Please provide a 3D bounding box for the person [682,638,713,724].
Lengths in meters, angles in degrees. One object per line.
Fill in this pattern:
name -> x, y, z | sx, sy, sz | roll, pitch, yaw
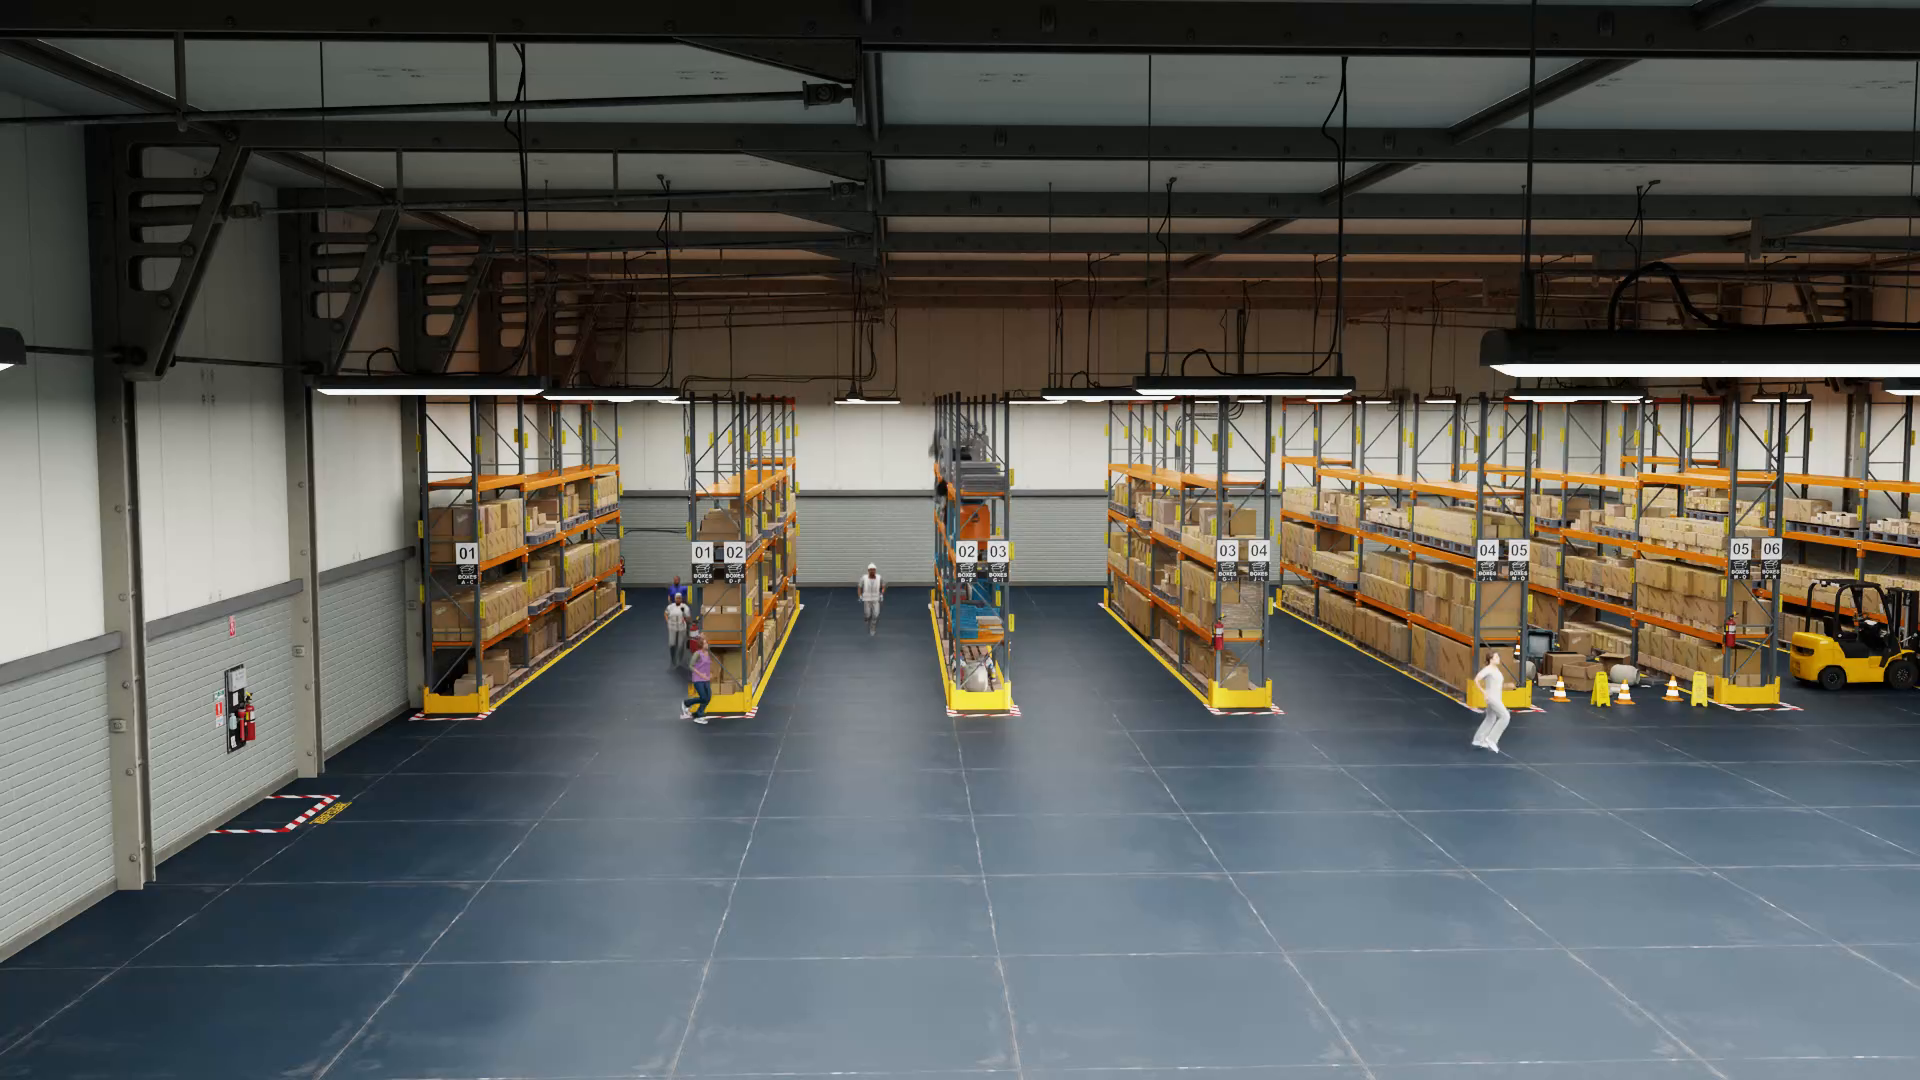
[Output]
person -> -4.743, 2.550, 30.195 | 0.570, 1.531, 0.537 | 2, 5, 26

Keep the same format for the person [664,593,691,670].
person -> -6.174, 1.996, 36.383 | 0.579, 1.695, 0.701 | -1, 5, -9

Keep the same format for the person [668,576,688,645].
person -> -6.785, 1.692, 40.261 | 0.596, 1.691, 0.730 | 0, 5, 5

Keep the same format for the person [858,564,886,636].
person -> -2.097, 1.415, 39.518 | 0.668, 1.720, 0.637 | -1, 5, -9

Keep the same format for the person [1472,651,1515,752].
person -> 8.874, 2.676, 27.646 | 0.686, 1.681, 0.538 | 3, 5, 32
